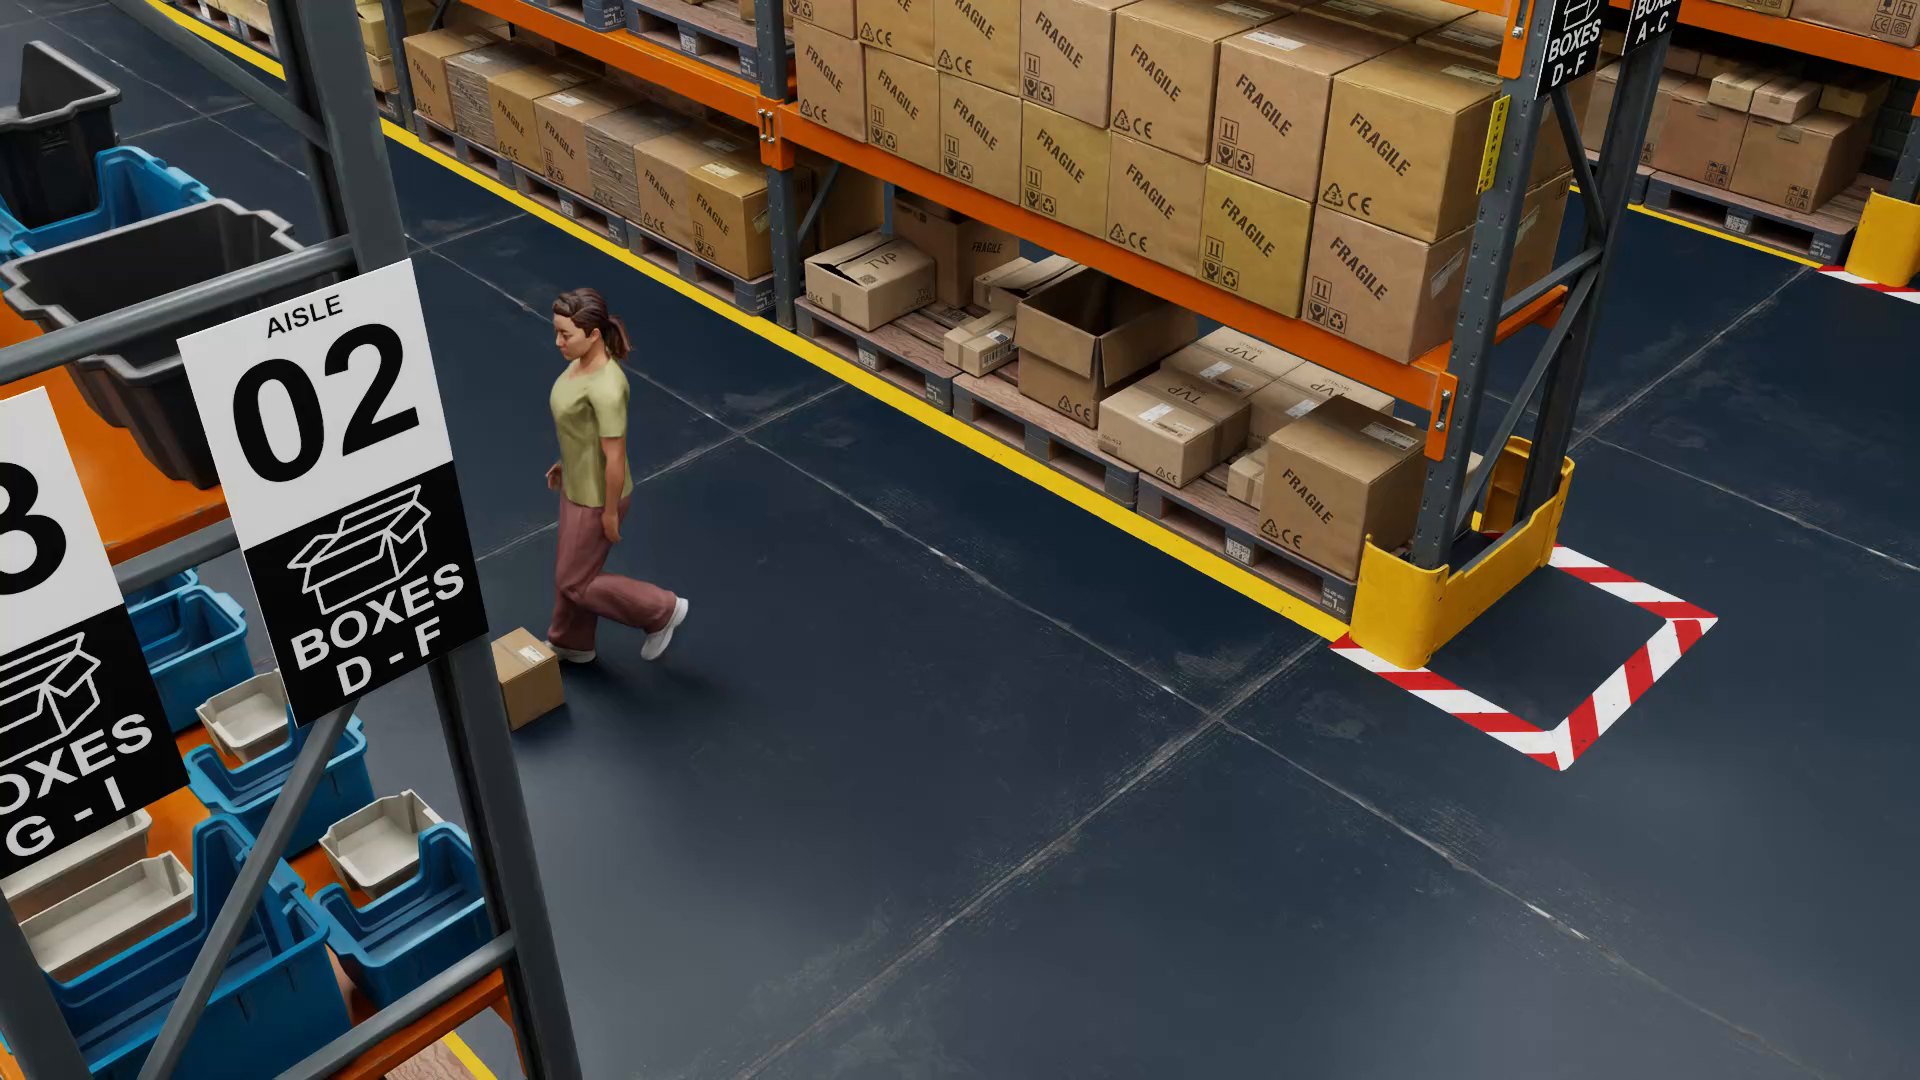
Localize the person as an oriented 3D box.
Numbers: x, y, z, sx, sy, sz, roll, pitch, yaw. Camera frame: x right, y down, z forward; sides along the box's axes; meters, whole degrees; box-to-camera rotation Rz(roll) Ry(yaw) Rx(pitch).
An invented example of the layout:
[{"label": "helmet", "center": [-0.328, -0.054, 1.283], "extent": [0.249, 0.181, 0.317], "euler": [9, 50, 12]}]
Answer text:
[{"label": "person", "center": [-1.464, -0.194, 6.416], "extent": [0.690, 1.654, 0.491], "euler": [-12, 37, -16]}]
